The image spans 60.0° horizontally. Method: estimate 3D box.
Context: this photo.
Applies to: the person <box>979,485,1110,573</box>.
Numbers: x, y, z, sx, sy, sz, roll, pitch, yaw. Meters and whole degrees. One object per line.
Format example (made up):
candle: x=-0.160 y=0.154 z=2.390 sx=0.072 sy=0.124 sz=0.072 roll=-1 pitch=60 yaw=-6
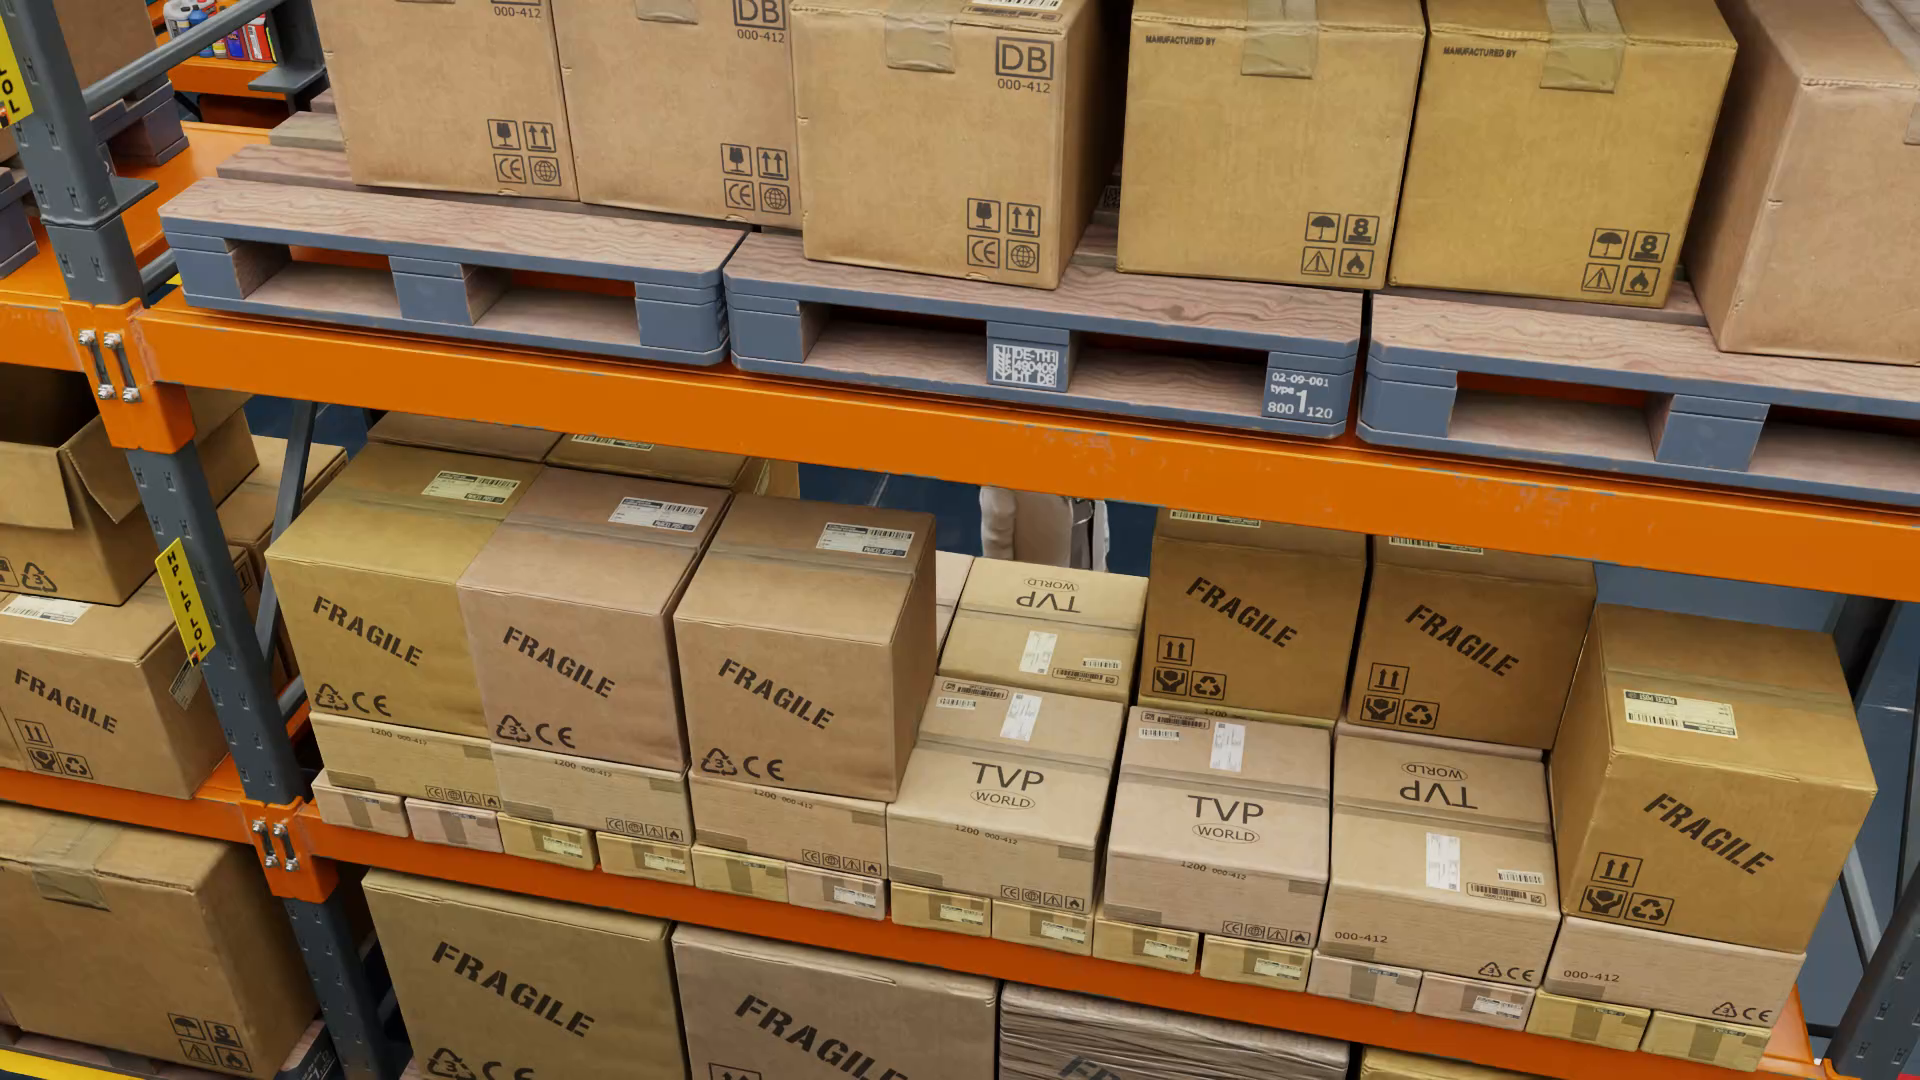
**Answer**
person: x=0.363 y=0.211 z=5.890 sx=0.636 sy=1.820 sz=0.481 roll=-28 pitch=44 yaw=-33
